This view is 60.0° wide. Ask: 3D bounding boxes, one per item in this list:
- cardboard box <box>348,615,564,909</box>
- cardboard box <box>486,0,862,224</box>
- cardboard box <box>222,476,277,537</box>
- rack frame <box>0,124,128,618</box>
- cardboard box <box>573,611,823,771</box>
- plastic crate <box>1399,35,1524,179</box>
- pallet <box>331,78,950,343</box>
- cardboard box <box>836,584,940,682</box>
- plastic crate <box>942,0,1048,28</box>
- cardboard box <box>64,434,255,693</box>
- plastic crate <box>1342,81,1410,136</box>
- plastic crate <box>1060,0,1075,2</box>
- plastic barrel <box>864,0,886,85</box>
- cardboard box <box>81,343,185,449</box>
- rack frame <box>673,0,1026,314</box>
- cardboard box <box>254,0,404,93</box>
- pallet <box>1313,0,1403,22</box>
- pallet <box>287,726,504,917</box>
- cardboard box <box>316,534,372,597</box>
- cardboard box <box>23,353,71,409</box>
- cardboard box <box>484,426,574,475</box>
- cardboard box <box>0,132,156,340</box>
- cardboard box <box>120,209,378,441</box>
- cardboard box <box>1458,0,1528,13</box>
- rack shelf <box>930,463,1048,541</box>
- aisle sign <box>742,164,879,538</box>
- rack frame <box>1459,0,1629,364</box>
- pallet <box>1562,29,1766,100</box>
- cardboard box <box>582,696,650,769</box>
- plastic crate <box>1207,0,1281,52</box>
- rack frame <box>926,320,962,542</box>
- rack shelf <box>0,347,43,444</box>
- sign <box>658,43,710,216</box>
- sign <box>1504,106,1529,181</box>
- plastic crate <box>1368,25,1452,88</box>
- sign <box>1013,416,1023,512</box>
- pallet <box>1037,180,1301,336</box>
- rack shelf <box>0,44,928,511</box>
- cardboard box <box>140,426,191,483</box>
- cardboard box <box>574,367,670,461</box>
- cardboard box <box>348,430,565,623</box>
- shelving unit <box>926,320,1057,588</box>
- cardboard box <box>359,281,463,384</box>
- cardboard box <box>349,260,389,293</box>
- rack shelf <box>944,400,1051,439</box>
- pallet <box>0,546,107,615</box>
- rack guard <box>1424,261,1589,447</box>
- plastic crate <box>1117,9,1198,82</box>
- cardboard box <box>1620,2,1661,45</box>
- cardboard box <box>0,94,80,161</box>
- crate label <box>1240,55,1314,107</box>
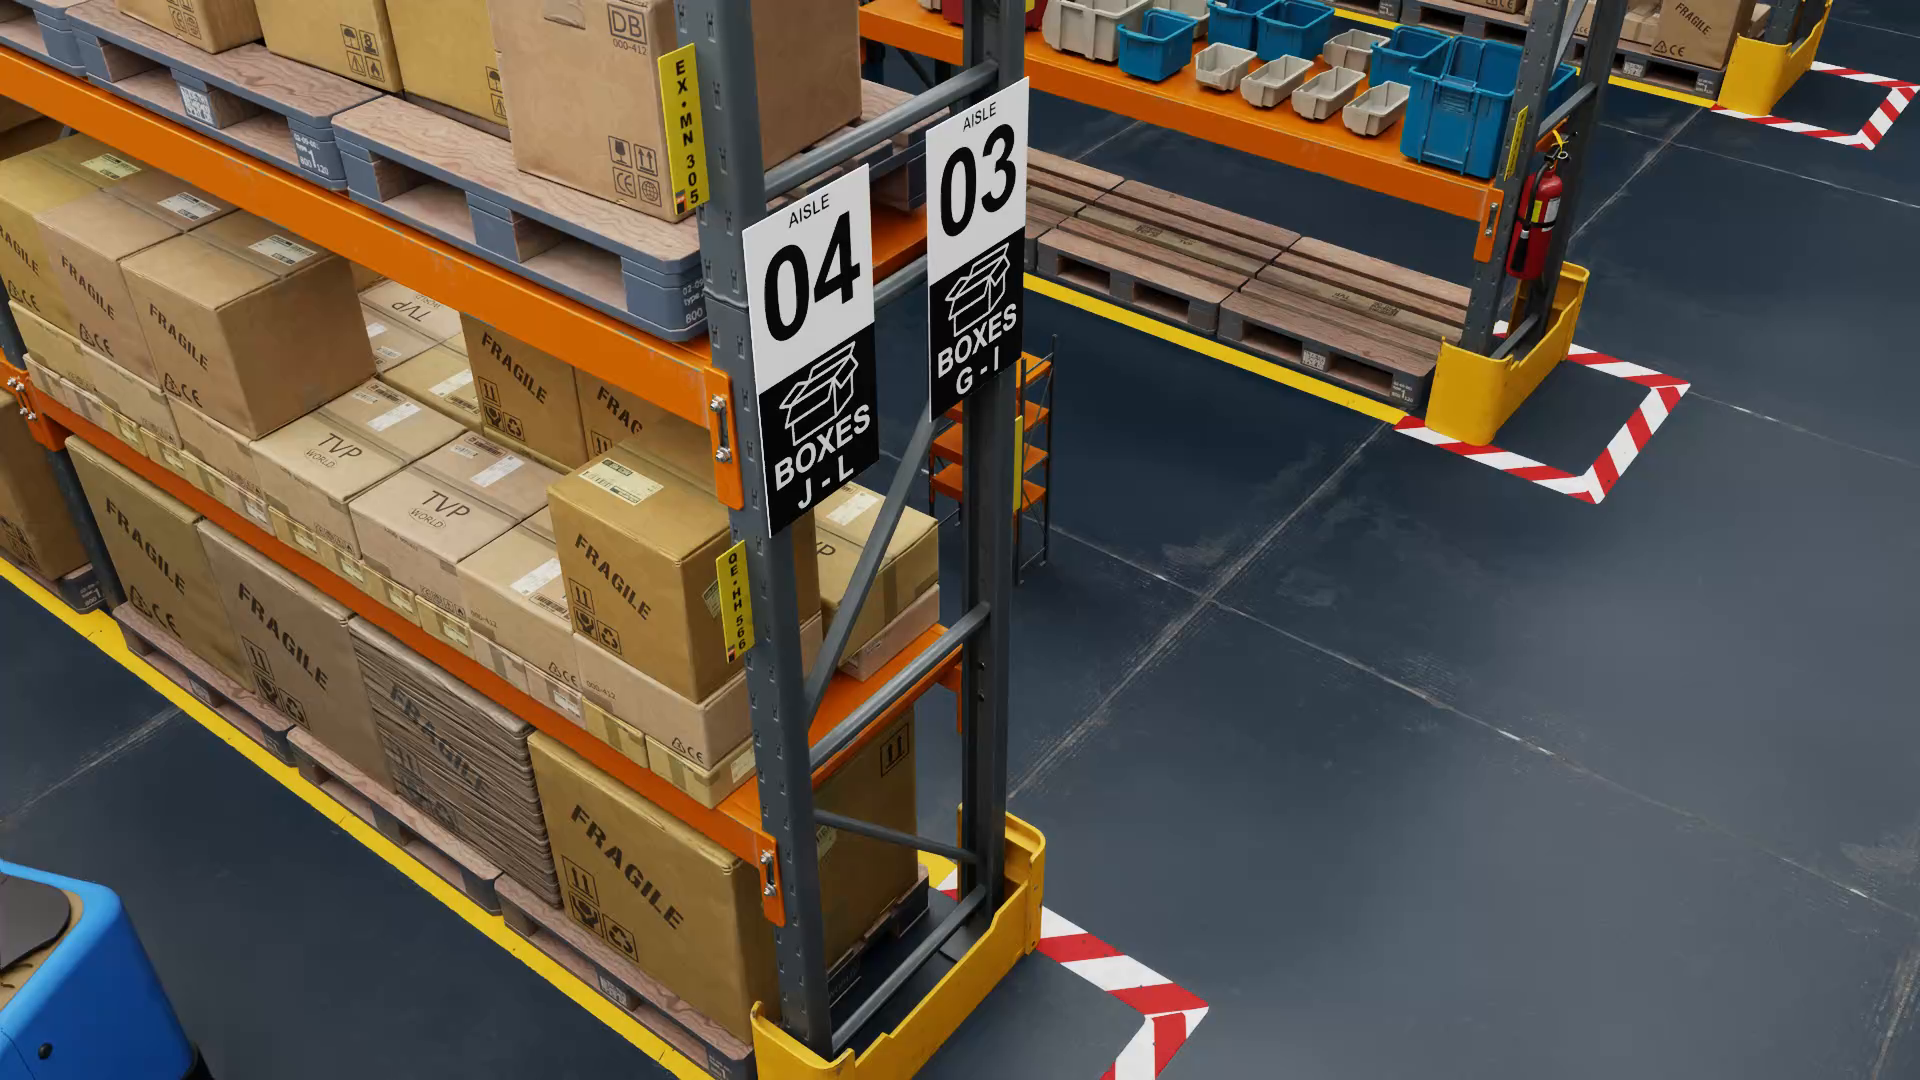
[{"bbox_3d":[-1.475,0.568,5.974,0.875,0.875,0.875,25,45,29],"label":"cardboard box"},{"bbox_3d":[-0.641,-1.155,3.857,0.500,0.500,0.700,23,43,26],"label":"cardboard box"},{"bbox_3d":[-2.309,-0.202,5.779,0.250,0.149,0.380,26,45,29],"label":"cardboard box"},{"bbox_3d":[-3.372,-1.060,6.671,0.127,3.000,1.000,25,45,29],"label":"rack frame"},{"bbox_3d":[-0.741,0.329,4.778,0.500,0.250,0.500,25,44,28],"label":"cardboard box"},{"bbox_3d":[2.435,-2.059,7.869,0.499,0.435,0.616,25,45,29],"label":"plastic crate"},{"bbox_3d":[-0.791,-0.981,4.208,1.213,0.211,1.003,25,45,29],"label":"pallet"},{"bbox_3d":[-0.276,0.243,5.211,0.250,0.149,0.380,26,45,29],"label":"cardboard box"},{"bbox_3d":[0.194,-3.077,9.146,0.583,0.464,0.402,25,45,29],"label":"plastic crate"},{"bbox_3d":[-2.897,-0.102,6.830,0.875,0.875,0.875,25,45,29],"label":"cardboard box"},{"bbox_3d":[2.056,-2.124,8.194,0.243,0.136,0.396,25,45,29],"label":"plastic crate"},{"bbox_3d":[0.689,-3.113,9.467,0.590,0.125,0.437,25,45,29],"label":"plastic crate"},{"bbox_3d":[-0.785,-3.036,10.557,0.708,0.901,0.600,25,45,29],"label":"plastic barrel"},{"bbox_3d":[-2.766,-0.625,5.995,0.500,0.250,0.500,25,44,28],"label":"cardboard box"},{"bbox_3d":[-0.195,-1.924,2.908,0.127,3.000,1.000,25,45,29],"label":"rack frame"},{"bbox_3d":[-1.454,-1.595,4.418,0.500,0.500,0.700,22,43,26],"label":"cardboard box"},{"bbox_3d":[3.194,-4.553,13.395,1.213,0.211,1.003,25,45,29],"label":"pallet"},{"bbox_3d":[-1.842,0.818,6.534,1.213,0.211,1.003,25,45,29],"label":"pallet"},{"bbox_3d":[-1.892,-0.008,5.530,0.250,0.149,0.380,26,45,29],"label":"cardboard box"},{"bbox_3d":[-3.339,-0.687,6.398,0.250,0.149,0.380,25,45,29],"label":"cardboard box"},{"bbox_3d":[-1.226,-0.313,5.597,0.500,0.250,0.500,24,44,27],"label":"cardboard box"},{"bbox_3d":[-3.147,-1.109,6.005,0.500,0.500,0.500,25,45,29],"label":"cardboard box"},{"bbox_3d":[-2.344,-0.728,5.519,0.500,0.500,0.500,24,44,27],"label":"cardboard box"},{"bbox_3d":[4.145,-4.398,12.603,0.637,0.503,0.797,25,45,29],"label":"cardboard box"},{"bbox_3d":[0.131,-0.201,7.465,0.480,0.148,0.258,25,45,29],"label":"rack shelf"},{"bbox_3d":[-0.320,-0.412,3.734,0.004,0.787,0.394,25,45,29],"label":"aisle sign"},{"bbox_3d":[2.814,-1.987,7.855,0.127,3.000,1.000,25,45,29],"label":"rack frame"},{"bbox_3d":[5.132,-3.640,12.228,1.213,0.211,1.003,25,45,29],"label":"pallet"},{"bbox_3d":[-0.885,0.468,4.922,0.250,0.149,0.380,26,45,29],"label":"cardboard box"},{"bbox_3d":[1.534,-2.804,8.985,0.300,0.233,0.416,25,45,29],"label":"plastic crate"},{"bbox_3d":[-0.062,-0.502,7.418,0.015,1.200,0.240,25,45,29],"label":"rack frame"},{"bbox_3d":[-4.961,-1.526,7.849,4.000,0.370,1.077,25,45,29],"label":"rack shelf"},{"bbox_3d":[-0.536,-0.800,3.251,0.005,0.325,0.100,25,45,29],"label":"sign"},{"bbox_3d":[2.493,-1.776,7.453,0.005,0.325,0.100,25,45,29],"label":"sign"},{"bbox_3d":[2.295,-2.445,8.527,0.300,0.233,0.416,25,45,29],"label":"plastic crate"},{"bbox_3d":[0.147,-0.203,4.810,0.005,0.325,0.100,25,45,29],"label":"sign"},{"bbox_3d":[1.218,-1.674,9.717,1.213,0.211,1.003,25,45,29],"label":"pallet"},{"bbox_3d":[-1.784,-1.209,5.011,4.000,0.370,1.077,25,45,29],"label":"rack shelf"},{"bbox_3d":[-2.711,-0.393,6.022,0.250,0.149,0.380,24,44,27],"label":"cardboard box"},{"bbox_3d":[-0.809,-0.414,5.118,0.500,0.500,0.500,24,44,28],"label":"cardboard box"},{"bbox_3d":[-1.548,-0.052,5.264,0.500,0.250,0.500,24,44,27],"label":"cardboard box"},{"bbox_3d":[0.131,-0.410,7.301,0.503,1.200,0.258,25,45,29],"label":"shelving unit"},{"bbox_3d":[-2.044,-0.697,6.088,0.500,0.250,0.500,26,45,29],"label":"cardboard box"},{"bbox_3d":[-2.449,-1.182,6.099,0.500,0.500,0.500,26,45,29],"label":"cardboard box"},{"bbox_3d":[0.131,-0.534,7.205,0.480,0.148,0.258,25,45,29],"label":"rack shelf"},{"bbox_3d":[-4.031,-0.214,7.852,1.213,0.211,1.003,25,45,29],"label":"pallet"},{"bbox_3d":[2.841,-1.000,8.622,0.348,0.500,1.175,25,45,29],"label":"rack guard"},{"bbox_3d":[1.027,-2.588,8.710,0.300,0.233,0.416,25,45,29],"label":"plastic crate"},{"bbox_3d":[4.978,-3.748,12.045,0.250,0.166,0.380,25,45,29],"label":"cardboard box"},{"bbox_3d":[-3.884,-1.729,6.631,0.637,0.503,0.797,24,44,27],"label":"cardboard box"},{"bbox_3d":[1.599,-2.332,8.460,0.243,0.136,0.396,25,45,29],"label":"crate label"}]
